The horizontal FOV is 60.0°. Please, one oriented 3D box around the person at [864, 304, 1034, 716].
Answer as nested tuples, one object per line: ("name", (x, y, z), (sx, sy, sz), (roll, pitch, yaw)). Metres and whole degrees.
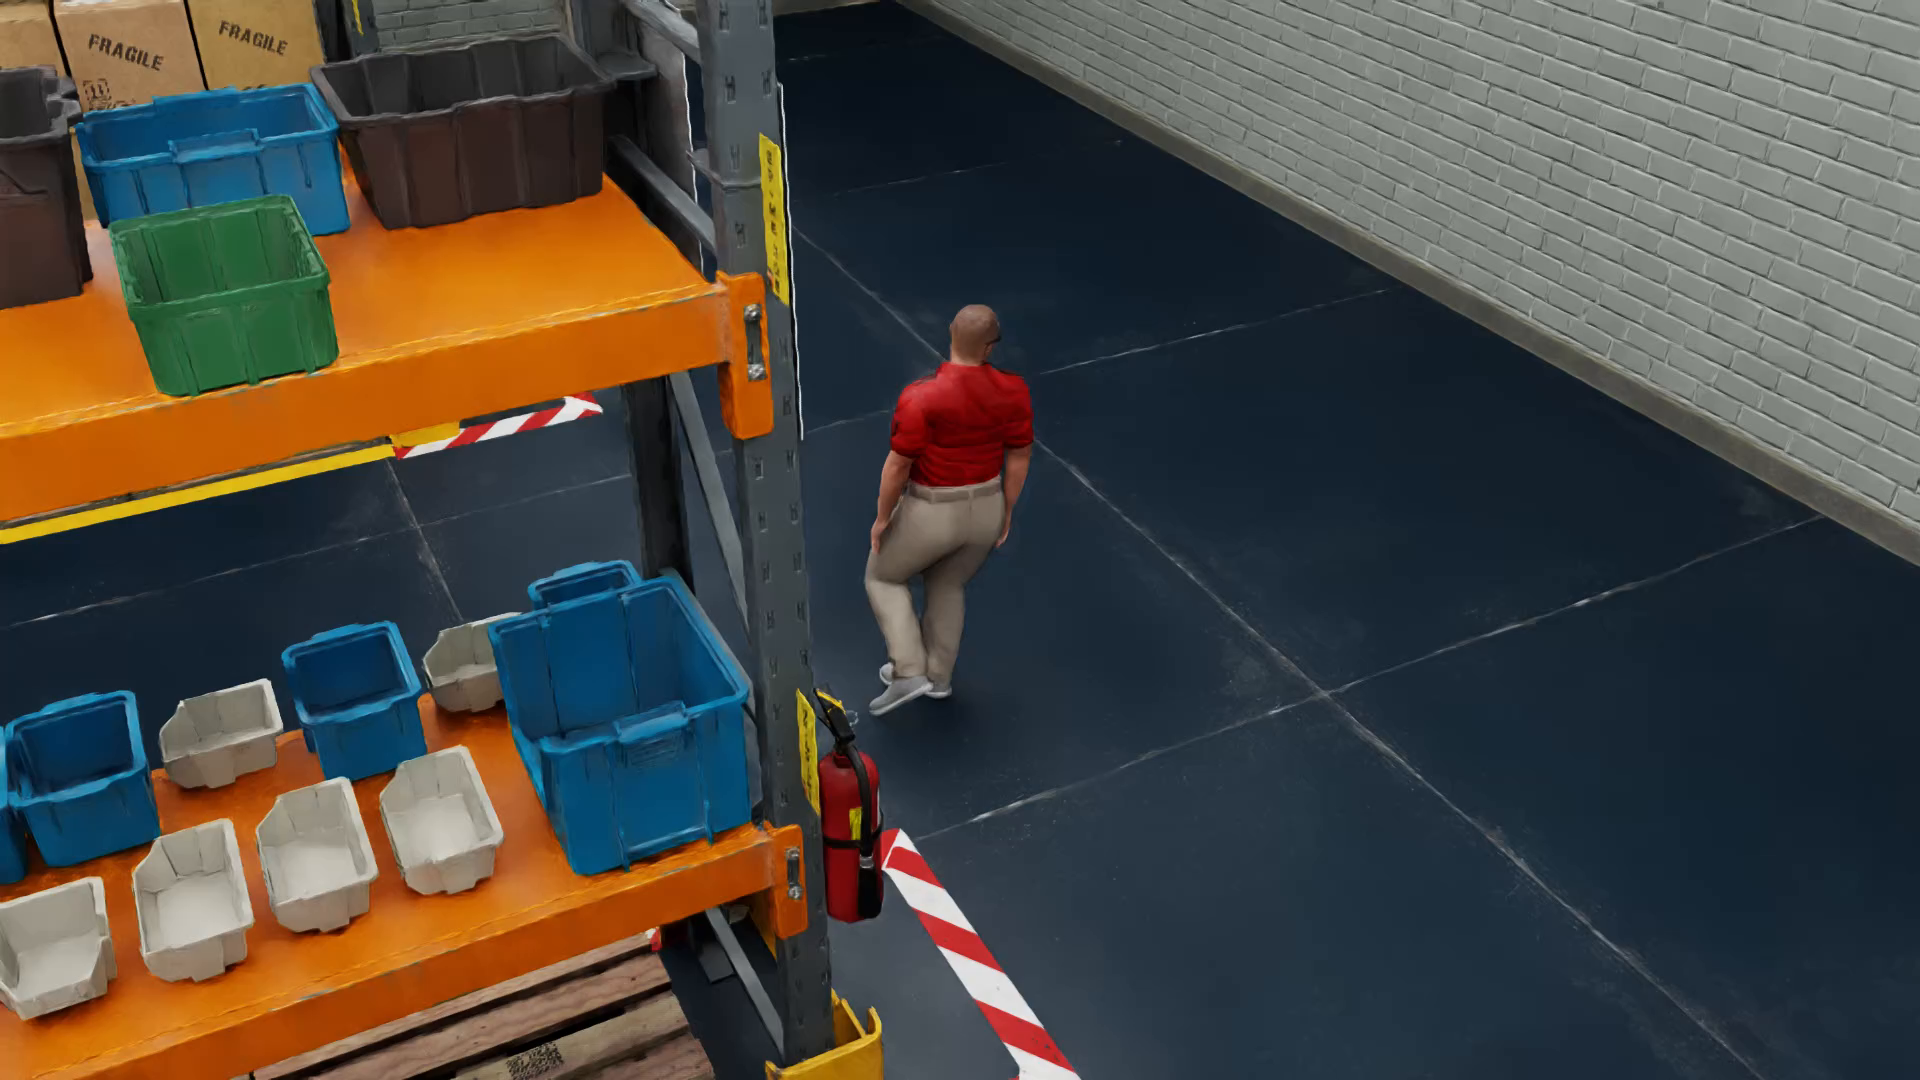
("person", (-0.081, -0.094, 6.322), (0.684, 1.711, 0.476), (-17, 36, -24))
